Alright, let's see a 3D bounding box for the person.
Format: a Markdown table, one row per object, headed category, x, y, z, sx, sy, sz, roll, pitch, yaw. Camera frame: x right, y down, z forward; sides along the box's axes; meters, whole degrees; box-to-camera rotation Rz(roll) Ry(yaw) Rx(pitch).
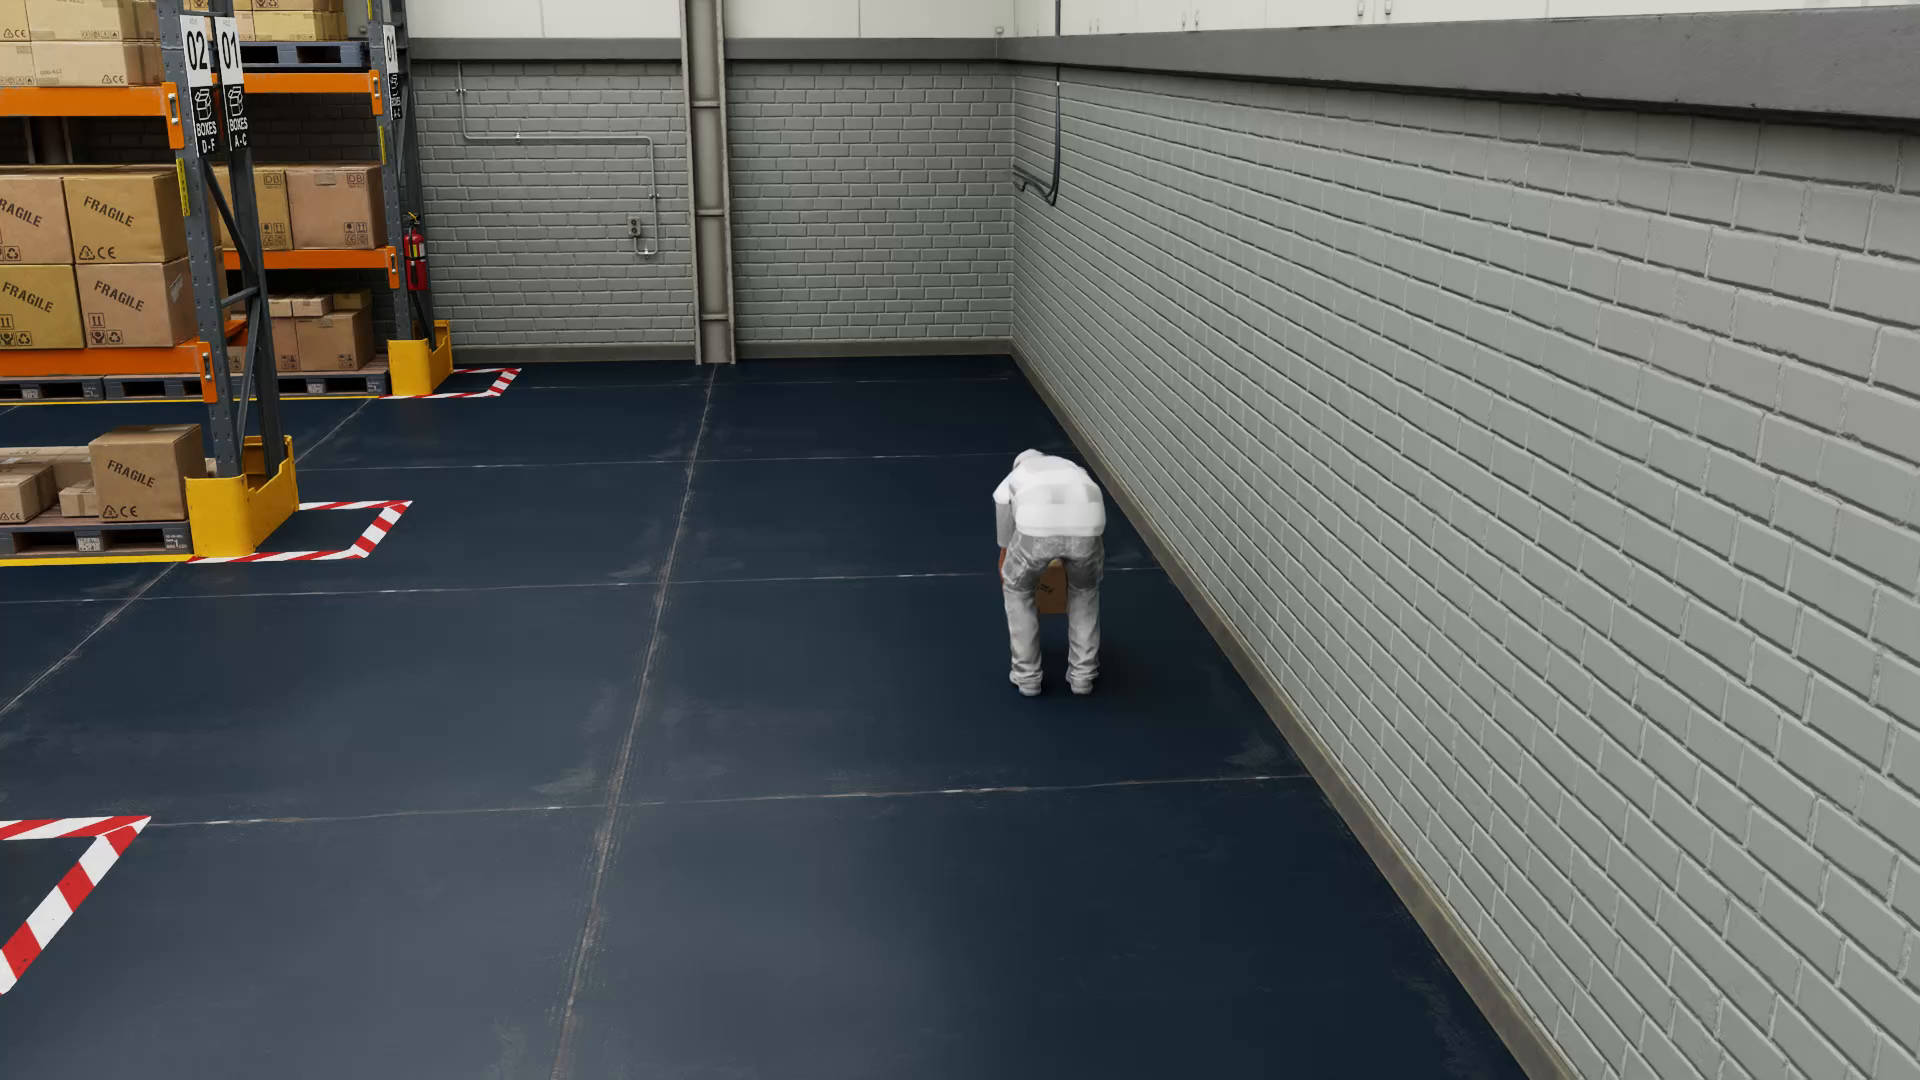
| category | x | y | z | sx | sy | sz | roll | pitch | yaw |
| --- | --- | --- | --- | --- | --- | --- | --- | --- | --- |
| person | 0.424 | 0.130 | 8.262 | 0.507 | 1.097 | 0.991 | -2 | 17 | -8 |
